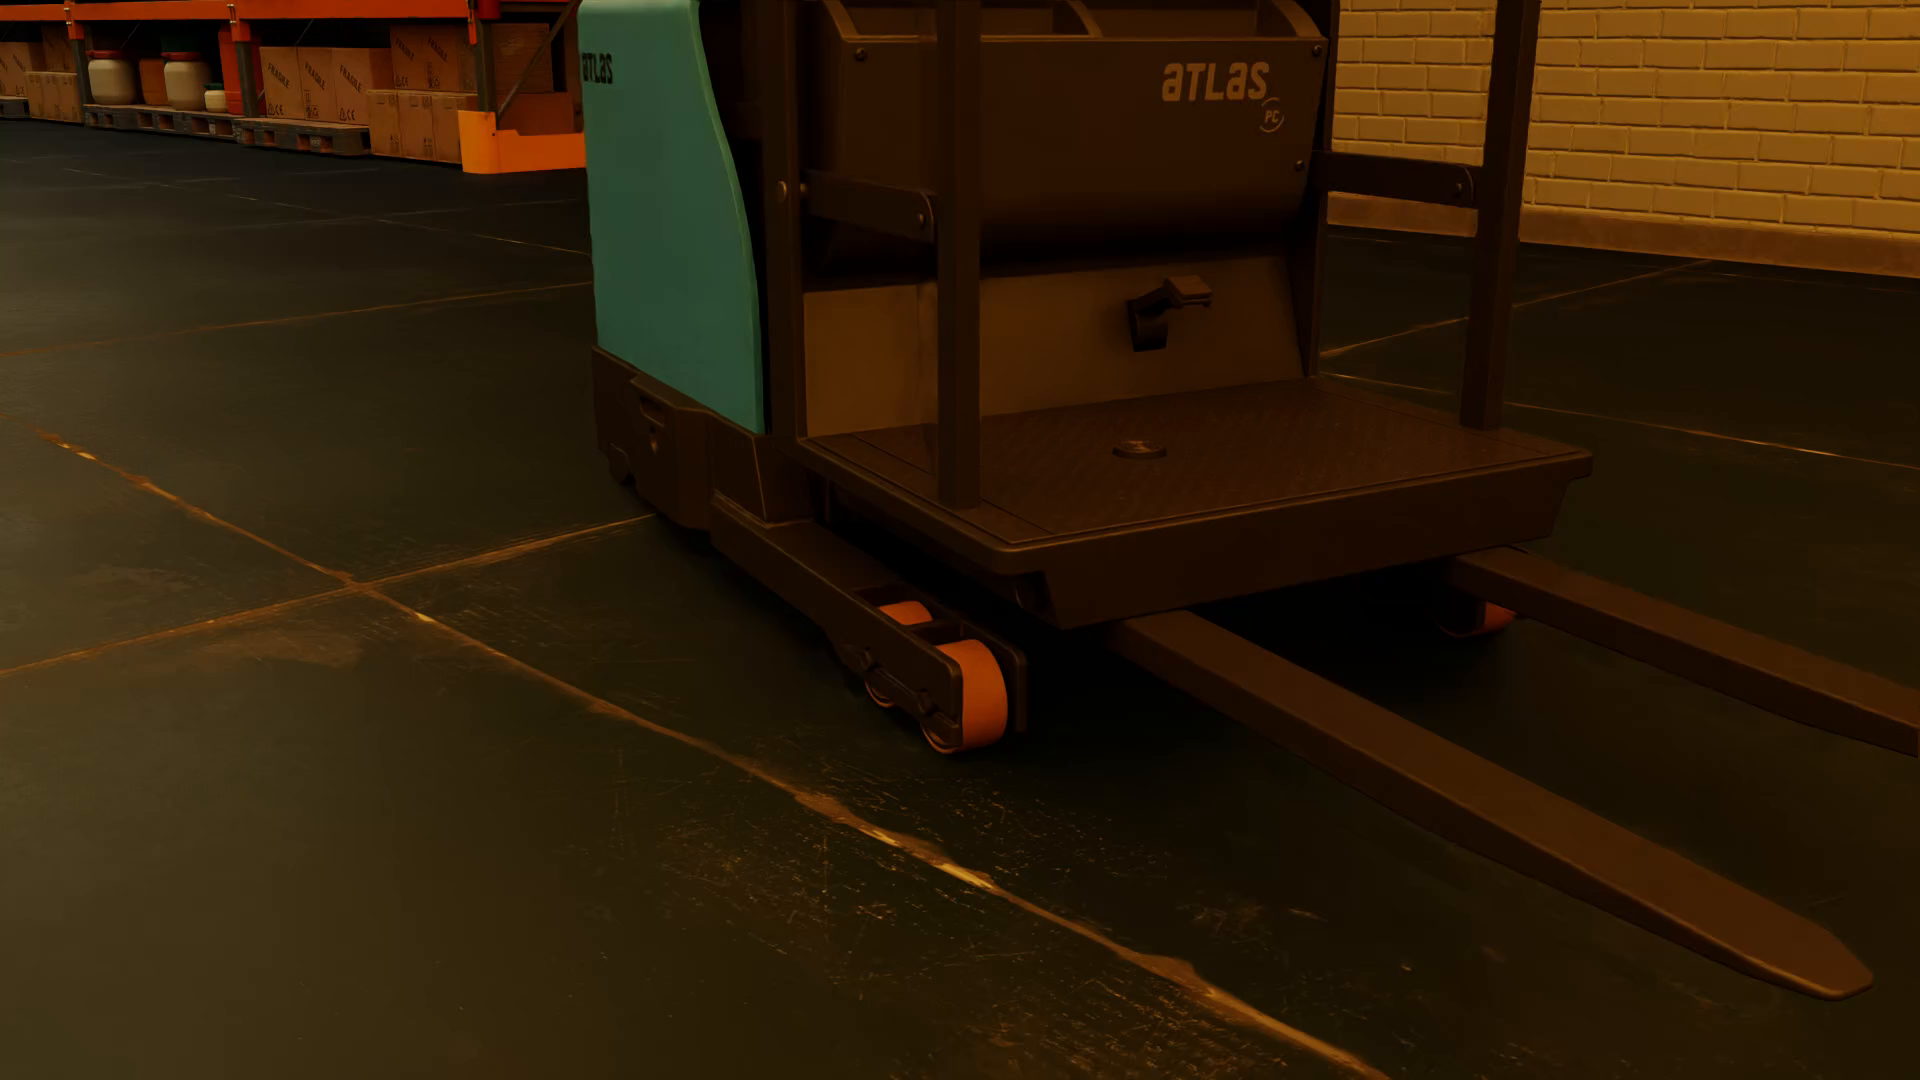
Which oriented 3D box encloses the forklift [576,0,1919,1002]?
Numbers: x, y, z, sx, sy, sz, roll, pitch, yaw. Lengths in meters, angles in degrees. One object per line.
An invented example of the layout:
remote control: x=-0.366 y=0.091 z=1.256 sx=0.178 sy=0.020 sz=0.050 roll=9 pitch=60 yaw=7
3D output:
forklift: x=0.306 y=-1.243 z=2.451 sx=1.130 sy=2.935 sz=3.031 roll=-9 pitch=19 yaw=-27
